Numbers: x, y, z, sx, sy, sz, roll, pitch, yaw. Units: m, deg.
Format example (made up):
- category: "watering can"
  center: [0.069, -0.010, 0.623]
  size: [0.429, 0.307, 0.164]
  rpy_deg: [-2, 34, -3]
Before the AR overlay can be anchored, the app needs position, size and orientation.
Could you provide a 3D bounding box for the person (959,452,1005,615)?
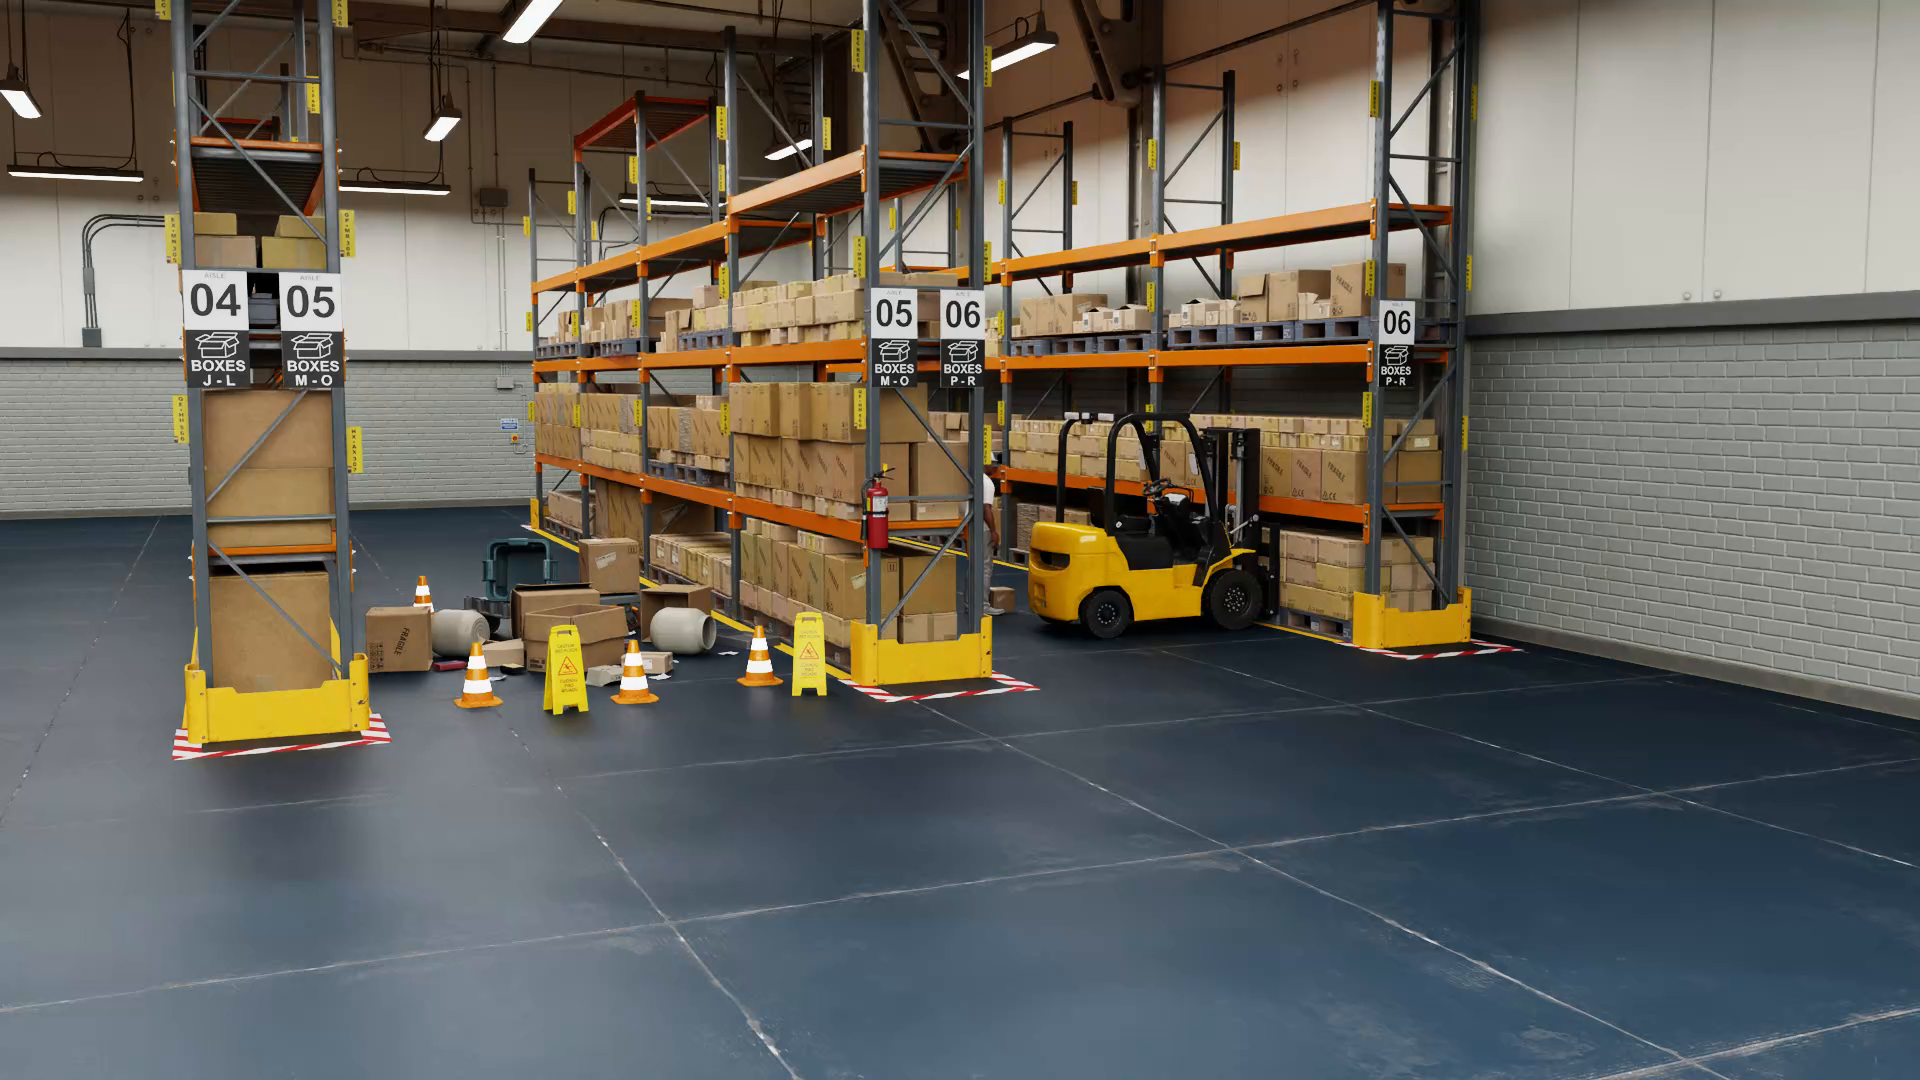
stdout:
- category: "person"
  center: [0.210, -0.094, 17.692]
  size: [0.455, 1.757, 0.635]
  rpy_deg: [-3, 6, -27]
